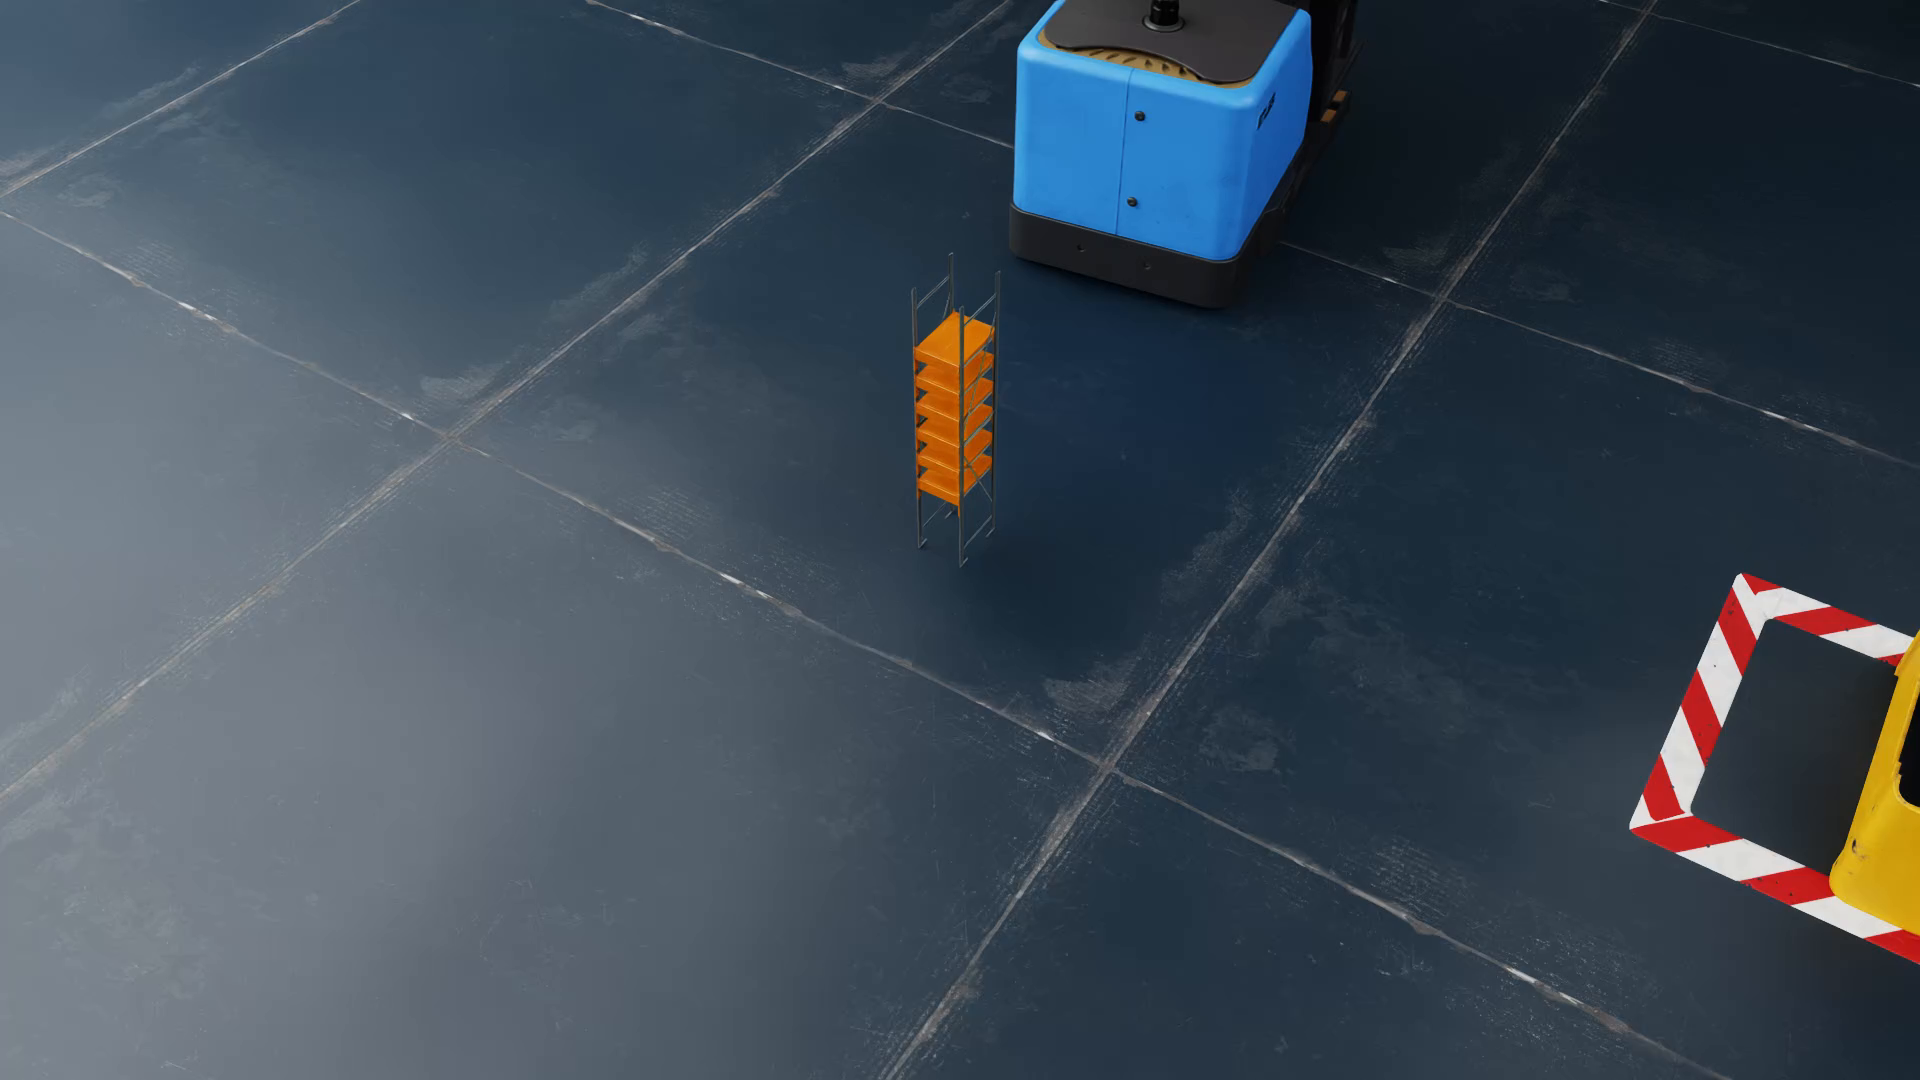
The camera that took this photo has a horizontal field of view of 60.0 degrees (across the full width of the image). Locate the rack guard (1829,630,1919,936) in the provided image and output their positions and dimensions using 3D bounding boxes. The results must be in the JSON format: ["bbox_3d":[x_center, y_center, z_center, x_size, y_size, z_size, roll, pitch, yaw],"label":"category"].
[{"bbox_3d":[3.154,0.641,5.279,0.348,0.500,1.175,25,51,22],"label":"rack guard"}]

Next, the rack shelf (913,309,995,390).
[{"bbox_3d":[-0.012,-0.644,5.599,0.180,0.103,0.258,25,51,22],"label":"rack shelf"}]

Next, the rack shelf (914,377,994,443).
[{"bbox_3d":[-0.012,-0.476,5.771,0.180,0.103,0.258,25,51,22],"label":"rack shelf"}]

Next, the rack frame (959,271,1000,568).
[{"bbox_3d":[0.065,-0.388,5.791,0.006,1.200,0.240,25,51,22],"label":"rack frame"}]

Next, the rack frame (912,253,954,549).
[{"bbox_3d":[-0.089,-0.459,5.860,0.006,1.200,0.240,25,51,22],"label":"rack frame"}]

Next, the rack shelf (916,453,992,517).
[{"bbox_3d":[-0.012,-0.226,6.029,0.180,0.103,0.258,25,51,22],"label":"rack shelf"}]

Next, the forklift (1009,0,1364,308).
[{"bbox_3d":[1.292,-3.080,7.199,1.130,2.935,3.031,18,49,17],"label":"forklift"}]

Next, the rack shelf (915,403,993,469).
[{"bbox_3d":[-0.012,-0.393,5.857,0.180,0.103,0.258,25,51,22],"label":"rack shelf"}]

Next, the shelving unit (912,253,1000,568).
[{"bbox_3d":[-0.012,-0.424,5.825,0.189,1.200,0.258,25,51,22],"label":"shelving unit"}]

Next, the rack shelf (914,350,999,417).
[{"bbox_3d":[-0.012,-0.560,5.685,0.180,0.103,0.258,25,51,22],"label":"rack shelf"}]

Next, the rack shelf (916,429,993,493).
[{"bbox_3d":[-0.012,-0.309,5.943,0.180,0.103,0.258,25,51,22],"label":"rack shelf"}]
